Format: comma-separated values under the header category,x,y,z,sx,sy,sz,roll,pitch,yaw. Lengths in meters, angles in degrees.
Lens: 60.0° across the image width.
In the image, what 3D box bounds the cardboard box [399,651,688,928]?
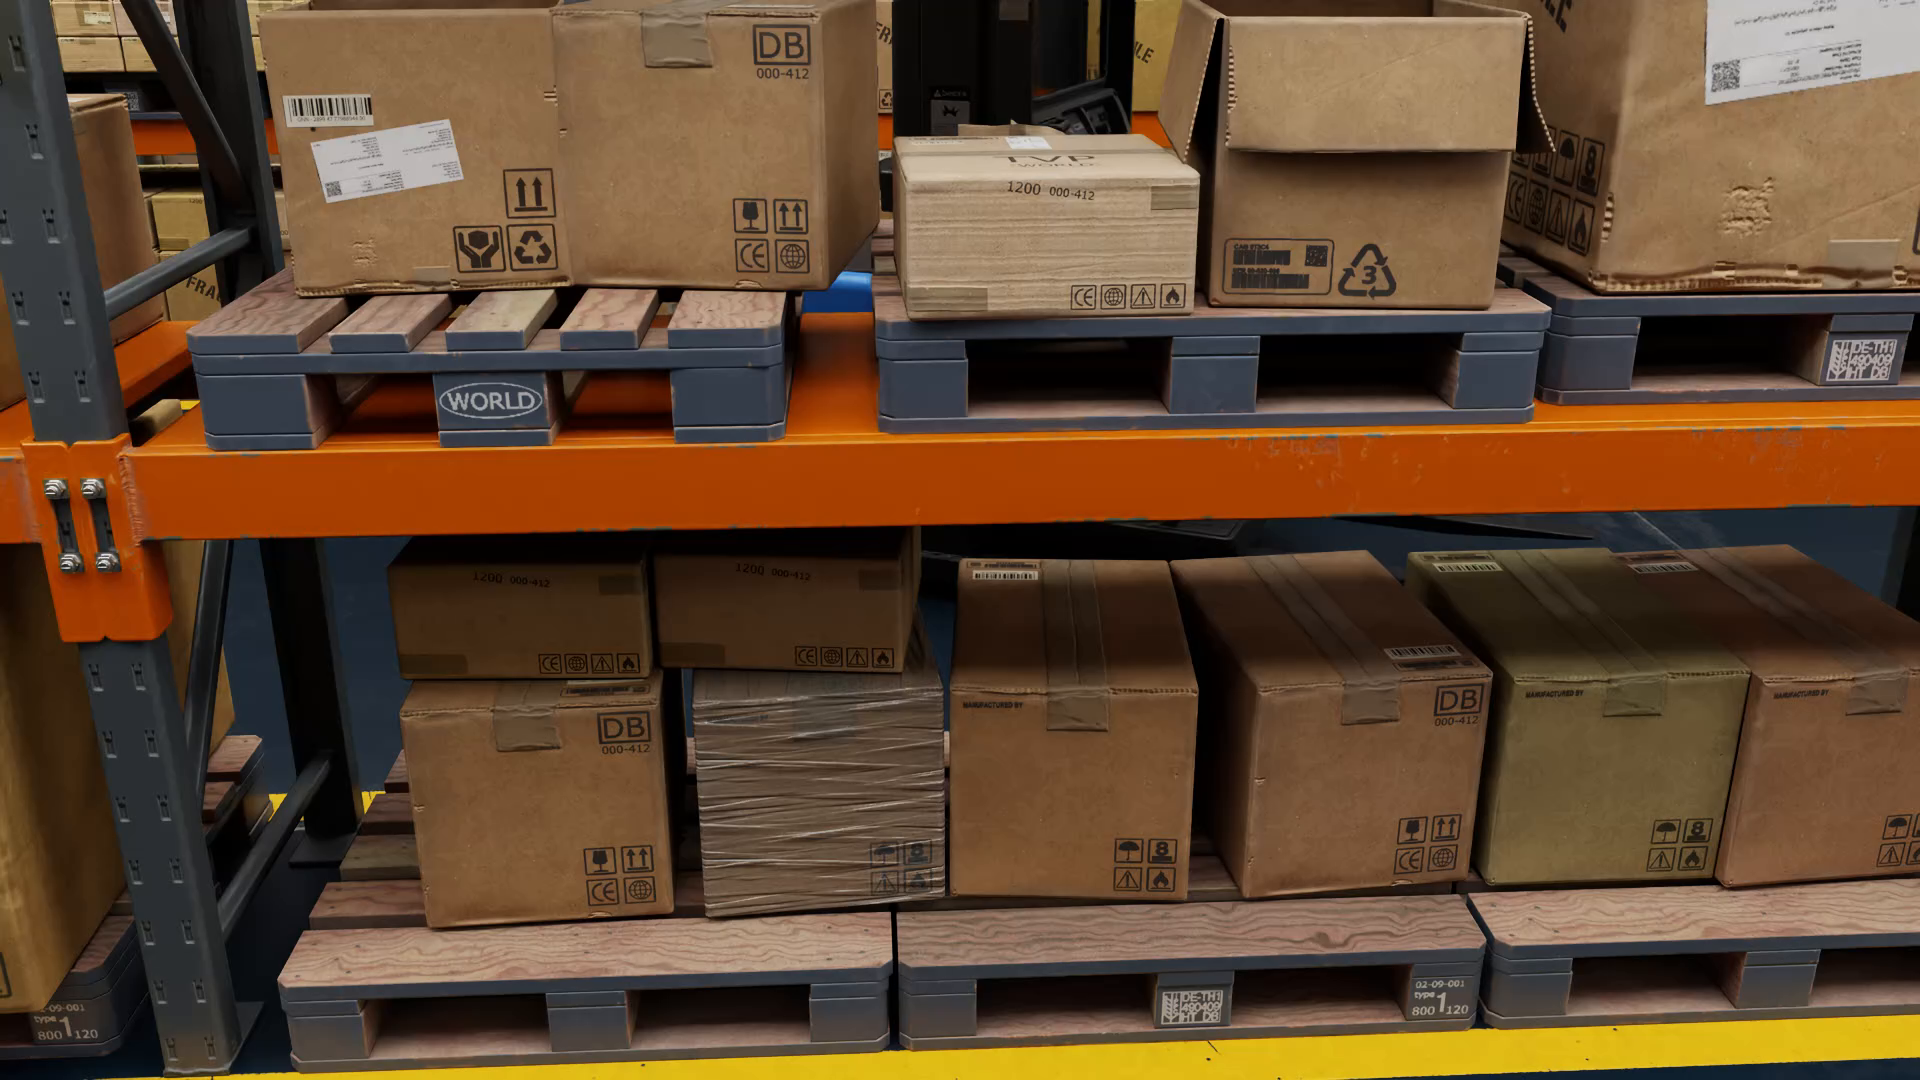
category,x,y,z,sx,sy,sz,roll,pitch,yaw
cardboard box,-0.881,0.432,3.665,0.500,0.500,0.700,-2,21,-6

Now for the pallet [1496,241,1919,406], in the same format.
category,x,y,z,sx,sy,sz,roll,pitch,yaw
pallet,1.674,-0.538,3.587,1.213,0.211,1.003,-1,21,-3

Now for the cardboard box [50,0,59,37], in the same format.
category,x,y,z,sx,sy,sz,roll,pitch,yaw
cardboard box,-3.995,-2.283,7.248,0.250,0.149,0.380,-2,21,-4

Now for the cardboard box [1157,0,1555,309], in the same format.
category,x,y,z,sx,sy,sz,roll,pitch,yaw
cardboard box,0.720,-0.768,3.186,0.637,0.503,0.797,1,21,2

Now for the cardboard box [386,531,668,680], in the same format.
category,x,y,z,sx,sy,sz,roll,pitch,yaw
cardboard box,-0.881,0.078,3.541,0.500,0.250,0.500,0,21,-1

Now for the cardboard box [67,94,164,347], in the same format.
category,x,y,z,sx,sy,sz,roll,pitch,yaw
cardboard box,-2.049,-0.643,3.454,0.500,0.500,0.500,-1,21,-1

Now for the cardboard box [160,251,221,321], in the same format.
category,x,y,z,sx,sy,sz,roll,pitch,yaw
cardboard box,-3.418,-1.170,7.901,0.500,0.500,0.500,-2,21,-5

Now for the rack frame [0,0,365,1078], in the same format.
category,x,y,z,sx,sy,sz,roll,pitch,yaw
rack frame,-1.549,-0.510,3.244,0.127,3.000,1.000,-1,21,-3

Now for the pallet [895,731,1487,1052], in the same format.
category,x,y,z,sx,sy,sz,roll,pitch,yaw
pallet,0.447,0.754,3.843,1.213,0.211,1.003,-1,21,-3

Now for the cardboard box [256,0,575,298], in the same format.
category,x,y,z,sx,sy,sz,roll,pitch,yaw
cardboard box,-1.012,-0.778,3.218,0.500,0.500,0.500,-4,21,-10

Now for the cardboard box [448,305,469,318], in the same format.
category,x,y,z,sx,sy,sz,roll,pitch,yaw
cardboard box,-2.373,-1.196,7.968,0.500,0.500,0.500,-1,21,-3

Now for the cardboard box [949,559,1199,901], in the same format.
category,x,y,z,sx,sy,sz,roll,pitch,yaw
cardboard box,0.238,0.402,3.743,0.500,0.500,0.700,1,21,1

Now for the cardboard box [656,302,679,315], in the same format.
category,x,y,z,sx,sy,sz,roll,pitch,yaw
cardboard box,-1.118,-1.399,8.152,0.750,0.750,1.050,-1,21,-4

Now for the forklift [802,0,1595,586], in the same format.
category,x,y,z,sx,sy,sz,roll,pitch,yaw
forklift,0.595,-1.277,5.356,3.031,2.935,1.130,8,22,20

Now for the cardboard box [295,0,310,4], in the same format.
category,x,y,z,sx,sy,sz,roll,pitch,yaw
cardboard box,-2.727,-2.308,7.311,0.250,0.149,0.380,-1,21,-2

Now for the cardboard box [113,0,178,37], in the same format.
category,x,y,z,sx,sy,sz,roll,pitch,yaw
cardboard box,-3.486,-2.293,7.272,0.250,0.149,0.380,-1,21,-2

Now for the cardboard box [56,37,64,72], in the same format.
category,x,y,z,sx,sy,sz,roll,pitch,yaw
cardboard box,-4.001,-2.144,7.301,0.250,0.149,0.380,-2,21,-4

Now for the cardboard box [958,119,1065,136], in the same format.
category,x,y,z,sx,sy,sz,roll,pitch,yaw
cardboard box,0.101,-0.773,3.534,0.258,0.266,0.396,-2,21,-5

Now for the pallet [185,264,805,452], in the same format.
category,x,y,z,sx,sy,sz,roll,pitch,yaw
pallet,-0.843,-0.472,3.416,1.003,0.211,1.213,-1,21,-3

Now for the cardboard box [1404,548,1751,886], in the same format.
category,x,y,z,sx,sy,sz,roll,pitch,yaw
cardboard box,1.353,0.379,3.804,0.500,0.500,0.700,-1,21,-3

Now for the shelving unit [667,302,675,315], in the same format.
category,x,y,z,sx,sy,sz,roll,pitch,yaw
shelving unit,-1.194,-0.473,5.678,0.258,1.200,0.503,9,22,22

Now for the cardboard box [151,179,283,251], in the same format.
category,x,y,z,sx,sy,sz,roll,pitch,yaw
cardboard box,-3.410,-1.526,7.783,0.500,0.250,0.500,-1,21,-2

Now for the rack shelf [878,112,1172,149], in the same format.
category,x,y,z,sx,sy,sz,roll,pitch,yaw
rack shelf,0.266,-1.978,8.112,4.000,0.370,1.077,-1,21,-3

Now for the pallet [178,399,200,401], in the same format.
category,x,y,z,sx,sy,sz,roll,pitch,yaw
pallet,-3.726,-0.932,8.271,1.213,0.211,1.003,-1,21,-3

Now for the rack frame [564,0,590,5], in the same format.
category,x,y,z,sx,sy,sz,roll,pitch,yaw
rack frame,-1.731,-2.274,7.877,0.127,3.000,1.000,-1,21,-3

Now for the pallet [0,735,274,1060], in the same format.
category,x,y,z,sx,sy,sz,roll,pitch,yaw
pallet,-2.340,0.783,3.769,1.213,0.211,1.003,-1,21,-3

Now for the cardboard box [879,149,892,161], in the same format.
category,x,y,z,sx,sy,sz,roll,pitch,yaw
cardboard box,-0.813,-3.024,12.951,0.625,0.372,0.950,-2,21,-4

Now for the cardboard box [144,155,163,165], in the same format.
category,x,y,z,sx,sy,sz,roll,pitch,yaw
cardboard box,-6.741,-2.973,12.725,0.875,0.438,0.875,-1,21,-4

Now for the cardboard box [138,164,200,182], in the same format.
category,x,y,z,sx,sy,sz,roll,pitch,yaw
cardboard box,-3.954,-1.697,8.233,0.500,0.250,0.500,-2,21,-5

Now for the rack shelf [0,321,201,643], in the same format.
category,x,y,z,sx,sy,sz,roll,pitch,yaw
rack shelf,-3.545,-0.133,3.266,4.000,0.370,1.077,-1,21,-3

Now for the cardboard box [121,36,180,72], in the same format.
category,x,y,z,sx,sy,sz,roll,pitch,yaw
cardboard box,-3.478,-2.155,7.329,0.250,0.149,0.380,-1,21,-1

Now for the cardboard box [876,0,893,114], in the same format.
category,x,y,z,sx,sy,sz,roll,pitch,yaw
cardboard box,-0.256,-2.255,7.688,0.500,0.500,0.500,-1,21,-3
